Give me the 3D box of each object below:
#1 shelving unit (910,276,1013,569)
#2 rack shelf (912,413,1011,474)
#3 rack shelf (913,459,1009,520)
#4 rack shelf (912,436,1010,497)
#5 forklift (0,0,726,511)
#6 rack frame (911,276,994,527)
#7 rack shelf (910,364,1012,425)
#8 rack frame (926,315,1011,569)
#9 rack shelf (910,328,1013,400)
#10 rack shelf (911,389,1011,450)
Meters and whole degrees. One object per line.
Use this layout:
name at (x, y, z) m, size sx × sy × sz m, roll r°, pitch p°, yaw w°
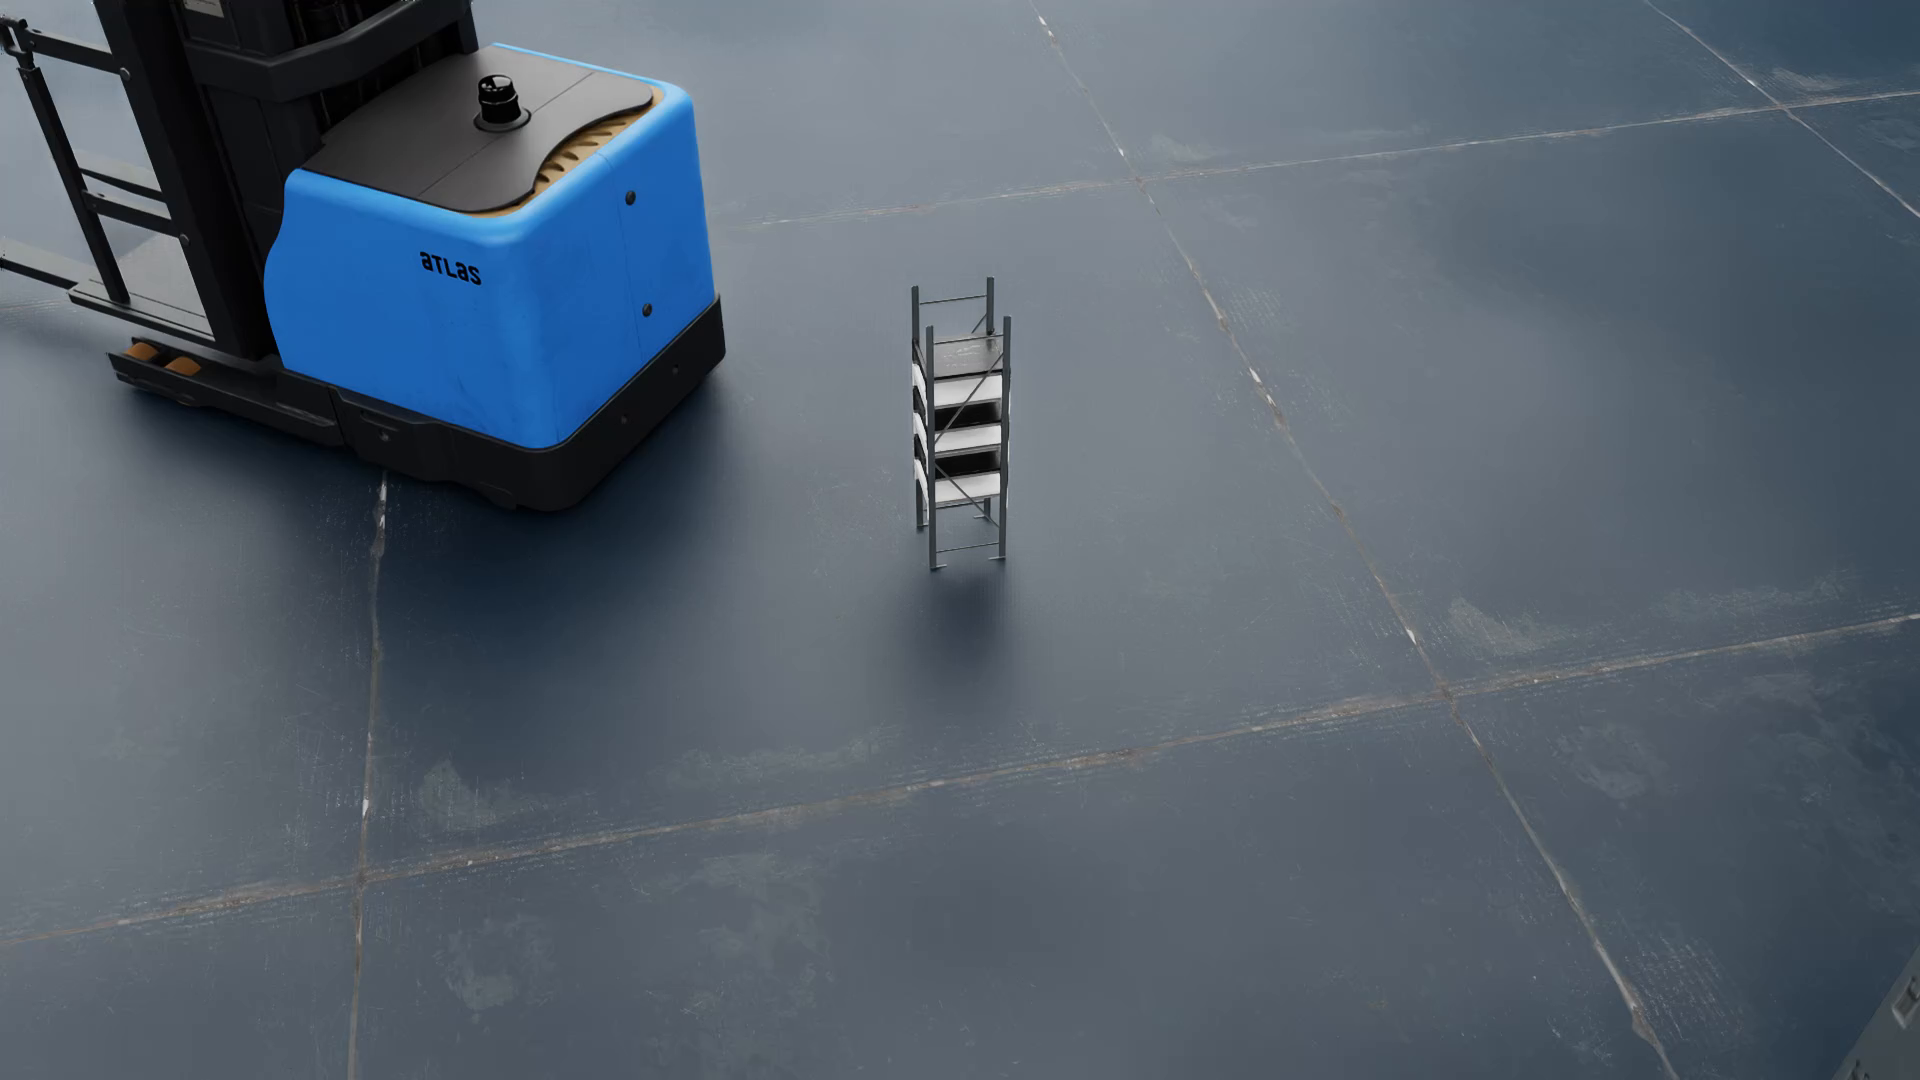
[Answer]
shelving unit at (0.002, -0.331, 4.945) m, size 0.258 × 0.900 × 0.210 m, roll -8°, pitch 42°, yaw -9°
rack shelf at (0.002, -0.306, 4.967) m, size 0.258 × 0.077 × 0.200 m, roll -8°, pitch 42°, yaw -9°
rack shelf at (0.002, -0.172, 5.087) m, size 0.258 × 0.077 × 0.200 m, roll -8°, pitch 42°, yaw -9°
rack shelf at (0.002, -0.239, 5.027) m, size 0.258 × 0.077 × 0.200 m, roll -8°, pitch 42°, yaw -9°
forklift at (-2.385, -1.859, 5.136) m, size 3.031 × 2.935 × 1.130 m, roll 18°, pitch 45°, yaw 19°
rack frame at (-0.020, -0.397, 5.020) m, size 0.240 × 0.900 × 0.006 m, roll -8°, pitch 42°, yaw -9°
rack shelf at (0.002, -0.441, 4.848) m, size 0.258 × 0.077 × 0.200 m, roll -8°, pitch 42°, yaw -9°
rack frame at (0.024, -0.265, 4.871) m, size 0.240 × 0.900 × 0.006 m, roll -8°, pitch 42°, yaw -9°
rack shelf at (0.002, -0.508, 4.788) m, size 0.258 × 0.077 × 0.200 m, roll -8°, pitch 42°, yaw -9°
rack shelf at (0.002, -0.374, 4.908) m, size 0.258 × 0.077 × 0.200 m, roll -8°, pitch 42°, yaw -9°
